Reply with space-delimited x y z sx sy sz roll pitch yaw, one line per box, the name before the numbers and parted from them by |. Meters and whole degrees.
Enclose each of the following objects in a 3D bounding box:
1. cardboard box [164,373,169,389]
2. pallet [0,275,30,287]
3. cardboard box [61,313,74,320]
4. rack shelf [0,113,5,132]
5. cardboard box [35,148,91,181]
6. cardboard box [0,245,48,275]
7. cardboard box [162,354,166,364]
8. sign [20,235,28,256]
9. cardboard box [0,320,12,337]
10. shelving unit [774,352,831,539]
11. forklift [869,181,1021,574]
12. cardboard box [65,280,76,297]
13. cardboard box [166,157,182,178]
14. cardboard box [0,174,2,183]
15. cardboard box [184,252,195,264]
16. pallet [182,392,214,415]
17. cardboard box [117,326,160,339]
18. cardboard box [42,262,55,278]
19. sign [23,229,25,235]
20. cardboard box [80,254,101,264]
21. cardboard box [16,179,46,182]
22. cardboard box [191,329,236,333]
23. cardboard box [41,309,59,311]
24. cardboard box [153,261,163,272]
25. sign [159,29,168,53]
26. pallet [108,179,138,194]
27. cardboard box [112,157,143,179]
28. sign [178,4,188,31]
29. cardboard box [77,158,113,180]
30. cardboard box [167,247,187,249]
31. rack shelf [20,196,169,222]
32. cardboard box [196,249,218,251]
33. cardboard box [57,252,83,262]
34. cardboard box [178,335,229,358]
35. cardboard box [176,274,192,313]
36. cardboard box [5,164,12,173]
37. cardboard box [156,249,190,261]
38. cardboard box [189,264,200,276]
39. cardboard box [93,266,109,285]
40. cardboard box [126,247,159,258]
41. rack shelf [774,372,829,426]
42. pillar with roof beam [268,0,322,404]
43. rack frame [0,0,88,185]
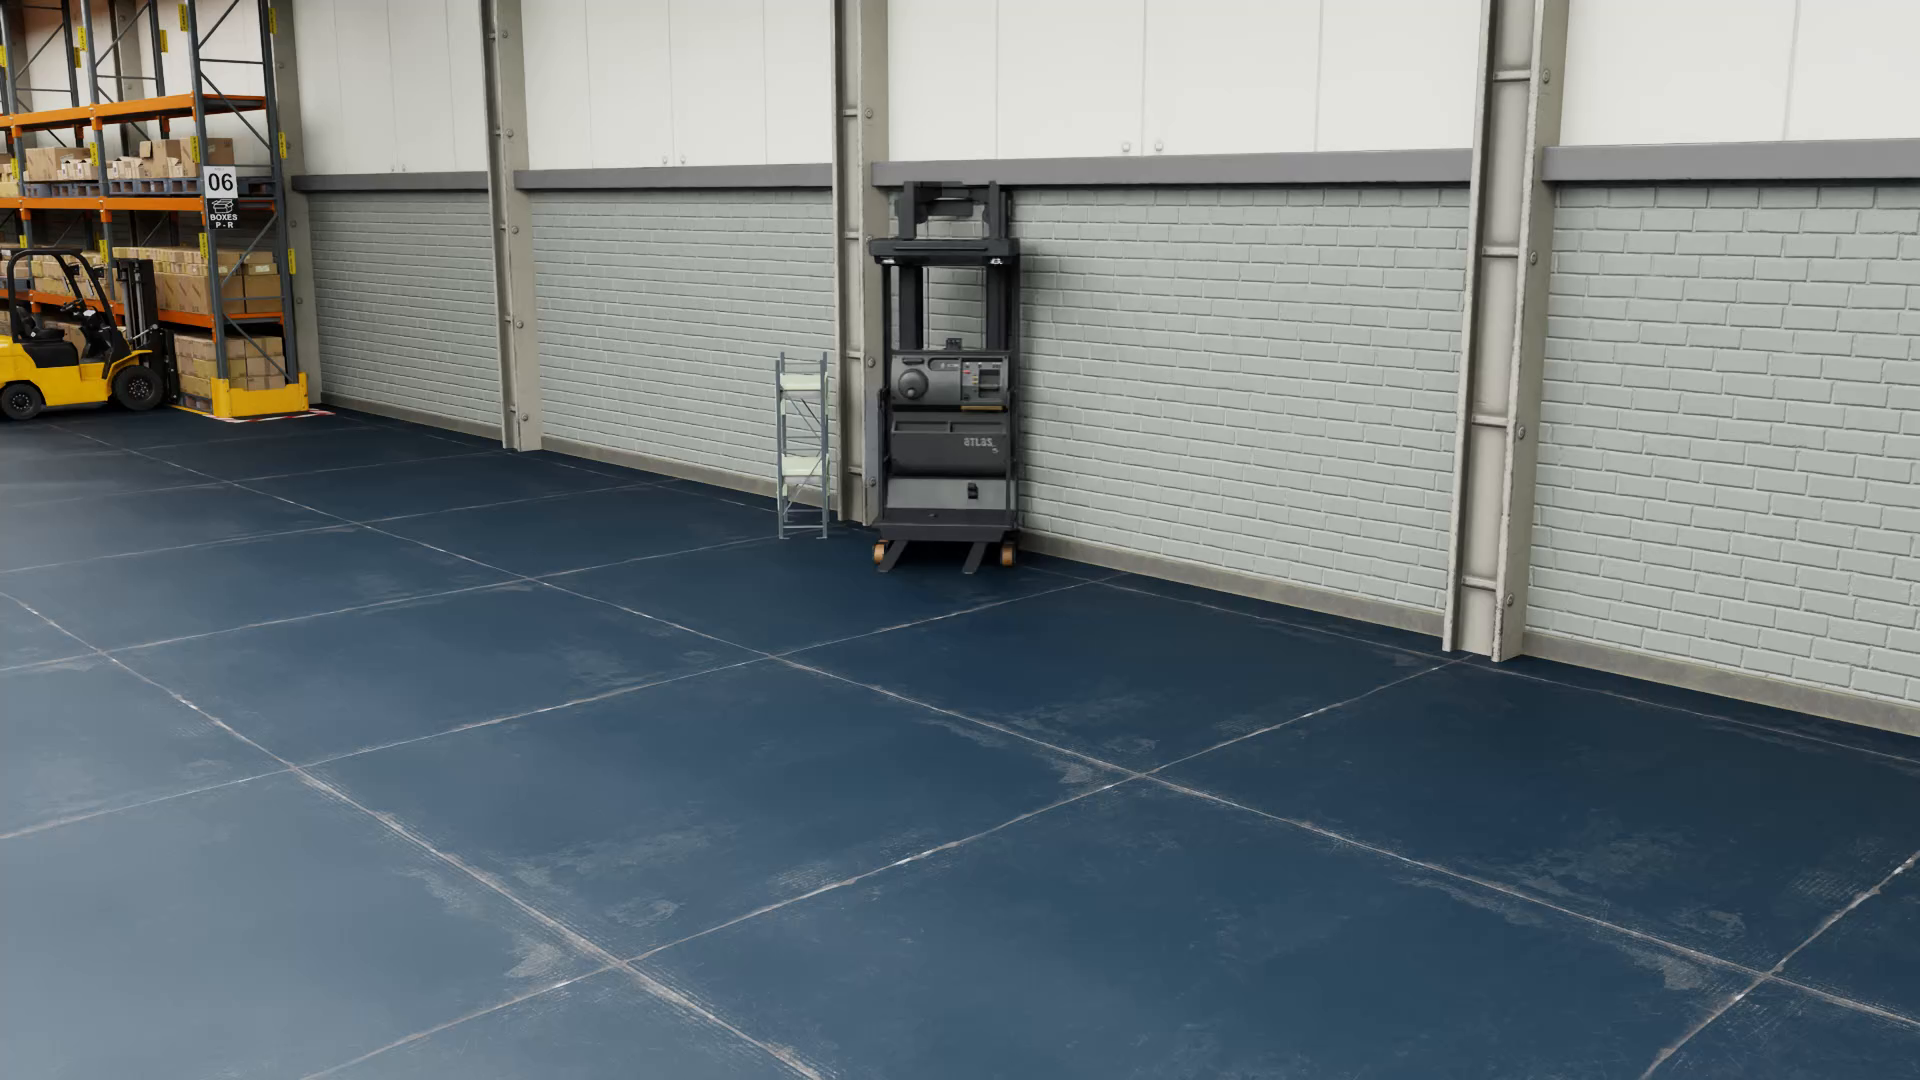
cardboard box | -10.905 -2.270 23.268 0.500 0.250 0.500 -10 15 -41
pallet | -16.173 -4.522 28.903 1.003 0.211 1.213 -11 16 -43
cardboard box | -15.125 -3.794 28.440 0.380 0.149 0.250 -10 15 -41
rack shelf | -18.970 -7.793 31.227 1.077 0.370 4.000 -11 16 -43
cardboard box | -14.082 -5.906 26.176 0.700 0.500 0.500 -11 16 -44
cardboard box | -16.088 -4.802 28.488 0.637 0.503 0.797 11 16 44
cardboard box | -10.917 -2.517 23.231 0.500 0.250 0.500 -11 16 -43
sign | -15.213 -4.784 27.027 0.100 0.325 0.005 -11 16 -43
cardboard box | -16.348 -3.570 28.959 0.500 0.500 0.500 11 16 43
shelving unit | -1.334 -0.819 14.172 0.431 1.500 0.755 -1 12 -3
forklift | -0.097 -1.294 12.929 1.130 2.935 3.031 1 12 5
cardboard box | -13.635 -3.936 25.956 0.500 0.250 0.500 -10 15 -41
cardboard box | -10.269 -4.939 22.062 0.396 0.266 0.258 -11 16 -42
cardboard box | -16.115 -6.134 28.199 0.380 0.149 0.250 -10 15 -41
cardboard box | -10.095 -3.767 22.169 0.380 0.149 0.250 -10 16 -41
pallet | -9.860 -1.906 22.637 1.003 0.211 1.213 -11 16 -43
cardboard box | -11.957 -2.984 24.255 0.500 0.250 0.500 -11 16 -43
cardboard box | -14.352 -4.332 26.639 0.500 0.250 0.500 -10 15 -41
sign | -17.190 -5.562 30.604 0.100 0.325 0.005 -11 16 -43
cardboard box | -13.196 -4.280 25.396 0.250 0.149 0.380 11 16 44
cardboard box | -15.246 -5.942 27.270 0.380 0.149 0.250 -10 16 -41
cardboard box | -10.531 -2.833 23.526 0.500 0.250 0.500 -11 16 -44
cardboard box | -16.049 -3.978 29.334 0.250 0.149 0.380 11 16 43
cardboard box | -10.981 -3.804 23.088 0.380 0.149 0.250 -11 16 -44
sign | -11.646 -7.296 24.318 0.100 0.325 0.005 -11 16 -43
pallet | -11.457 -5.054 23.795 1.003 0.211 1.213 -11 16 -43
cardboard box | -11.666 -5.274 23.575 0.500 0.311 0.500 -10 16 -41
sign | -9.704 -6.526 20.778 0.100 0.325 0.005 -11 16 -43
cardboard box | -12.740 -5.501 24.677 0.500 0.311 0.500 11 16 43
cardboard box | -11.289 -4.178 24.164 0.380 0.149 0.250 -11 16 -43
rack shelf | -13.445 -5.158 25.862 1.077 0.370 4.000 -11 16 -43
cardboard box | -10.427 -3.986 23.234 0.380 0.149 0.250 -11 16 -42
cardboard box | -14.053 -4.471 26.321 0.380 0.149 0.250 -11 16 -42
cardboard box | -10.202 -2.612 22.449 0.500 0.250 0.500 -11 16 -42
cardboard box | -10.183 -3.327 22.377 0.500 0.500 0.500 -10 15 -41
cardboard box | -15.603 -6.163 27.607 0.250 0.149 0.380 11 16 43
cardboard box | -10.927 -3.963 23.120 0.380 0.149 0.250 -11 16 -42
cardboard box | -9.942 -3.577 21.984 0.380 0.149 0.250 -11 16 -42
cardboard box | -12.588 -3.957 24.815 0.500 0.250 0.500 -11 16 -44
cardboard box | -11.800 -4.151 24.031 0.380 0.149 0.250 -11 16 -42
rack shelf | -1.334 -1.202 14.093 0.431 0.370 0.720 -1 12 -3
pillar with roof beam | -12.244 -5.731 19.428 9.100 9.000 0.400 -11 16 -43
rack frame | -14.827 -7.271 26.904 1.000 3.000 0.127 -11 16 -43
